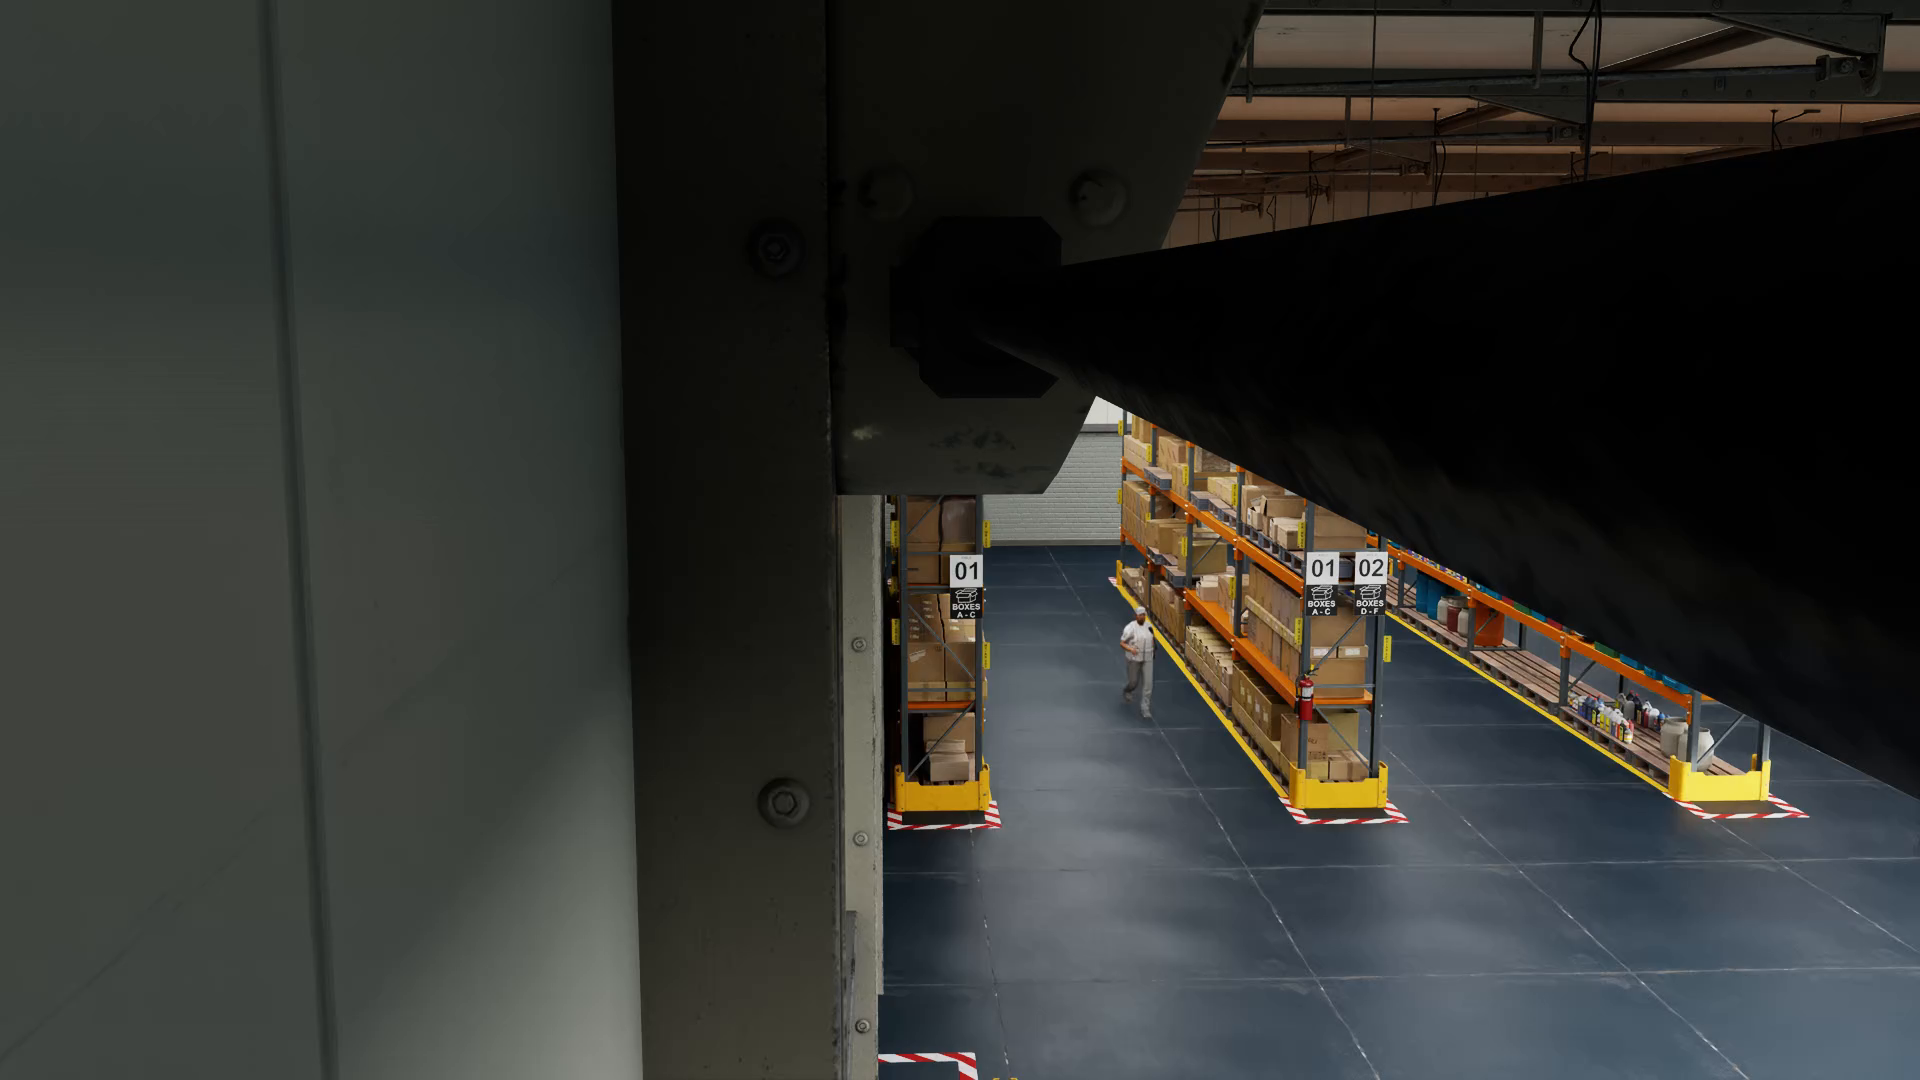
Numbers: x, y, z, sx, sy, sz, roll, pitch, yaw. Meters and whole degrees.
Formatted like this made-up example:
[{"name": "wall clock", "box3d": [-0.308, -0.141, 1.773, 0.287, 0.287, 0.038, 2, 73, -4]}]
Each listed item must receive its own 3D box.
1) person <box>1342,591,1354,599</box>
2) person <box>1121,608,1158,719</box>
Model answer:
[{"name": "person", "box3d": [6.837, 1.174, 29.631, 0.578, 1.641, 0.782, -2, 9, -15]}, {"name": "person", "box3d": [2.729, 1.831, 25.170, 0.607, 1.650, 0.779, -2, 9, -15]}]
